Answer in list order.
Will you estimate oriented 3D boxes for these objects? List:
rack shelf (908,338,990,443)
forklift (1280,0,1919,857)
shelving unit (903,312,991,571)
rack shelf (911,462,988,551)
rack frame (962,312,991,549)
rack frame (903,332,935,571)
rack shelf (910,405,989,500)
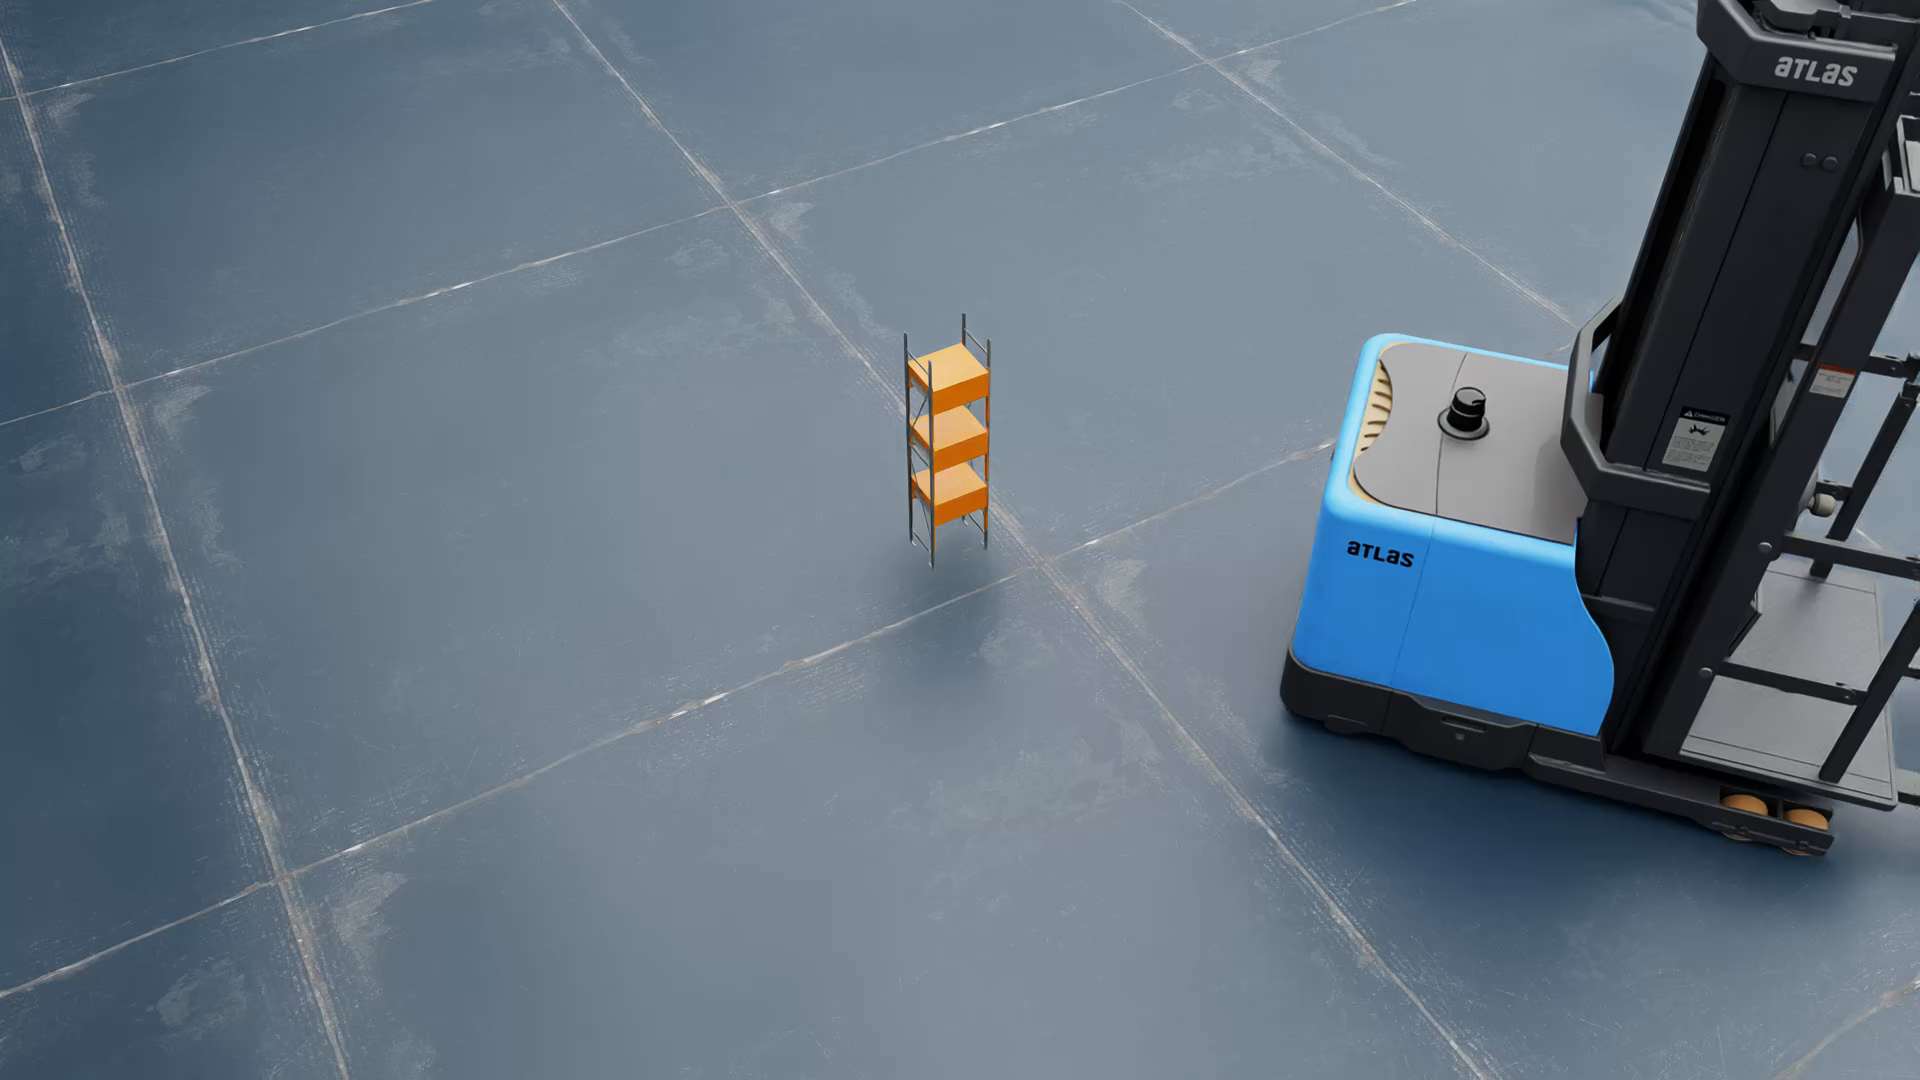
[{"bbox_3d":[-0.046,-0.554,6.175,0.240,0.259,0.215,-22,48,-21],"label":"rack shelf"},{"bbox_3d":[2.742,-0.400,5.057,3.031,2.935,1.130,13,46,13],"label":"forklift"},{"bbox_3d":[-0.046,-0.358,6.365,0.252,1.050,0.215,-22,48,-21],"label":"shelving unit"},{"bbox_3d":[-0.046,-0.151,6.566,0.240,0.259,0.215,-22,48,-21],"label":"rack shelf"},{"bbox_3d":[0.059,-0.401,6.409,0.008,1.050,0.200,-22,48,-21],"label":"rack frame"},{"bbox_3d":[-0.152,-0.316,6.322,0.008,1.050,0.200,-22,48,-21],"label":"rack frame"},{"bbox_3d":[-0.046,-0.351,6.373,0.240,0.259,0.215,-22,48,-21],"label":"rack shelf"}]
